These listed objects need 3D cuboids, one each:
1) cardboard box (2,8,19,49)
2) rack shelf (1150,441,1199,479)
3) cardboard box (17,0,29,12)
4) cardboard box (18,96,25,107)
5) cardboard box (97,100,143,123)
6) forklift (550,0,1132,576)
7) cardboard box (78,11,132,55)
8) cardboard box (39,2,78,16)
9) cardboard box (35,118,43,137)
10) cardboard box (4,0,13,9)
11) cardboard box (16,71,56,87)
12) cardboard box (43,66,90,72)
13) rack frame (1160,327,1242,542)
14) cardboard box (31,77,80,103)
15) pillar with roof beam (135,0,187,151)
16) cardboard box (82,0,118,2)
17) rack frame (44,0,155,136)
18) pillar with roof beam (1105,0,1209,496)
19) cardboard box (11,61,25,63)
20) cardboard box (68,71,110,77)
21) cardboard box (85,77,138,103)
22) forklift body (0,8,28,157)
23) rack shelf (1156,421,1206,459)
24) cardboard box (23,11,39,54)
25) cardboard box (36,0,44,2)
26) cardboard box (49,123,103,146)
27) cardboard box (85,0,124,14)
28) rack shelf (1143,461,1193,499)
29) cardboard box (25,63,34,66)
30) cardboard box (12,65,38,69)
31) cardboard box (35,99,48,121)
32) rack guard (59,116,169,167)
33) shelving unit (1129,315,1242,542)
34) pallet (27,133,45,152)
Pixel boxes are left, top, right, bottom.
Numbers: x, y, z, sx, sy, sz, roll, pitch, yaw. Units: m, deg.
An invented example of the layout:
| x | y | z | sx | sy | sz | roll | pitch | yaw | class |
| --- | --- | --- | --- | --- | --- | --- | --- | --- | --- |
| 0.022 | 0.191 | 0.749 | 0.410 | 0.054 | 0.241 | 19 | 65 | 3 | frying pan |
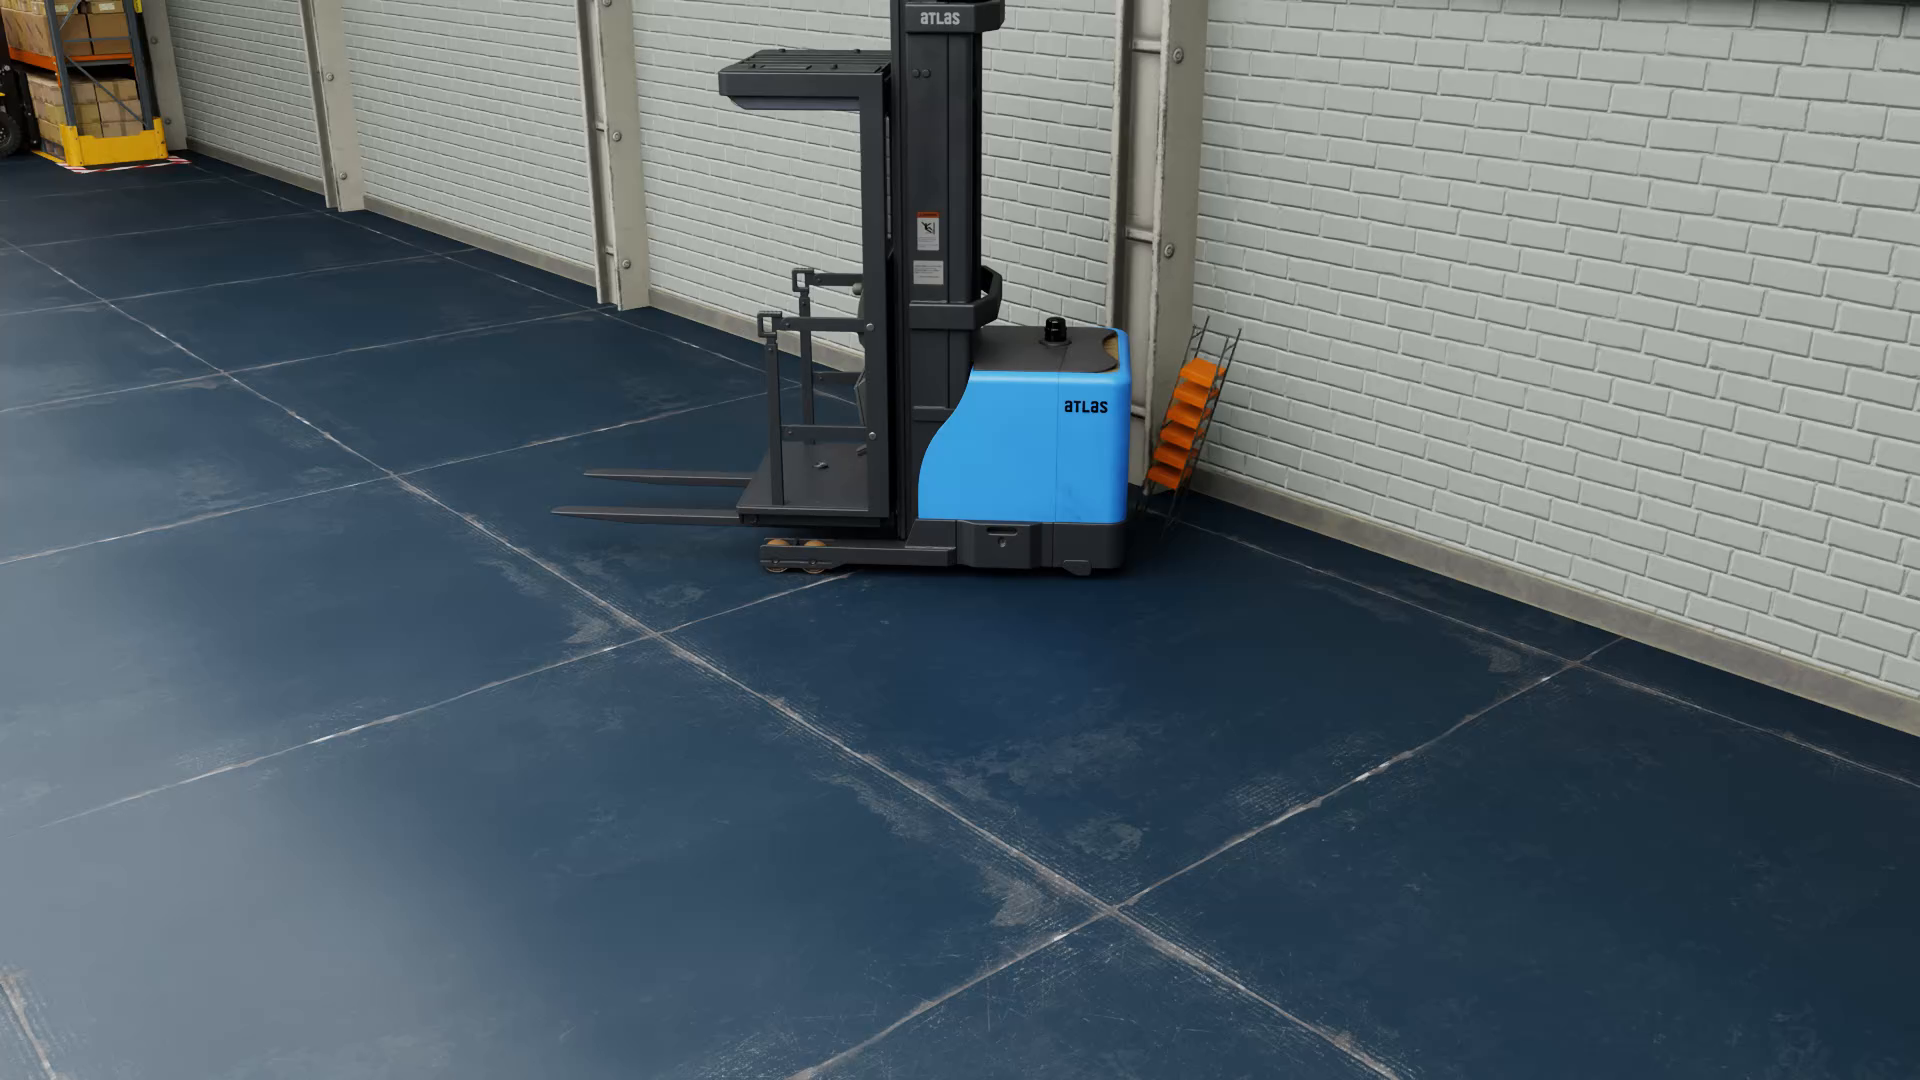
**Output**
| x | y | z | sx | sy | sz | roll | pitch | yaw | class |
| --- | --- | --- | --- | --- | --- | --- | --- | --- | --- |
| -12.423 | -6.851 | 22.226 | 0.500 | 0.500 | 0.500 | -17 | 27 | -37 | cardboard box |
| 1.151 | -0.441 | 8.888 | 0.180 | 0.103 | 0.258 | 25 | 29 | 18 | rack shelf |
| -12.014 | -6.969 | 21.637 | 0.380 | 0.149 | 0.250 | -19 | 28 | -39 | cardboard box |
| -12.451 | -5.934 | 22.530 | 0.500 | 0.250 | 0.500 | -18 | 27 | -38 | cardboard box |
| -11.050 | -5.635 | 21.767 | 0.500 | 0.250 | 0.500 | -17 | 27 | -36 | cardboard box |
| -0.623 | -1.382 | 8.494 | 3.031 | 2.935 | 1.130 | 2 | 21 | 4 | forklift |
| -11.013 | -6.557 | 21.476 | 0.500 | 0.500 | 0.500 | -16 | 27 | -36 | cardboard box |
| -11.339 | -6.685 | 20.914 | 0.380 | 0.149 | 0.250 | -17 | 27 | -37 | cardboard box |
| -12.083 | -5.558 | 22.255 | 0.500 | 0.250 | 0.500 | -17 | 27 | -37 | cardboard box |
| -12.508 | -7.179 | 22.173 | 0.380 | 0.149 | 0.250 | -18 | 28 | -38 | cardboard box |
| -12.437 | -6.160 | 22.422 | 0.500 | 0.250 | 0.500 | -18 | 28 | -38 | cardboard box |
| -12.381 | -6.424 | 23.097 | 0.500 | 0.250 | 0.500 | -17 | 27 | -37 | cardboard box |
| 1.268 | -0.546 | 8.784 | 0.006 | 1.200 | 0.240 | 25 | 29 | 18 | rack frame |
| -11.775 | -5.881 | 21.710 | 0.500 | 0.250 | 0.500 | -17 | 27 | -36 | cardboard box |
| -13.933 | -8.483 | 18.304 | 9.100 | 9.000 | 0.400 | -17 | 27 | -37 | pillar with roof beam |
| -10.957 | -6.939 | 21.152 | 0.380 | 0.149 | 0.250 | -18 | 28 | -38 | cardboard box |
| -10.900 | -6.308 | 20.976 | 1.000 | 3.000 | 0.127 | -17 | 27 | -37 | rack frame |
| -2.184 | -3.510 | 5.607 | 9.100 | 9.000 | 0.400 | -17 | 27 | -37 | pillar with roof beam |
| -14.361 | -6.860 | 25.067 | 0.875 | 0.625 | 0.625 | -18 | 28 | -38 | cardboard box |
| -11.718 | -6.144 | 22.382 | 0.500 | 0.250 | 0.500 | -18 | 27 | -38 | cardboard box |
| -11.070 | -5.866 | 21.672 | 0.500 | 0.250 | 0.500 | -18 | 28 | -38 | cardboard box |
| -13.520 | -6.002 | 21.359 | 2.313 | 2.155 | 1.214 | -17 | 27 | -37 | forklift body |
| 1.179 | -0.544 | 8.833 | 0.180 | 0.103 | 0.258 | 25 | 29 | 18 | rack shelf |
| -11.752 | -6.573 | 21.517 | 0.500 | 0.500 | 0.500 | -16 | 27 | -36 | cardboard box |
| -11.478 | -6.904 | 21.065 | 0.380 | 0.149 | 0.250 | -17 | 27 | -37 | cardboard box |
| -11.446 | -5.278 | 21.540 | 0.500 | 0.250 | 0.500 | -17 | 27 | -37 | cardboard box |
| -10.925 | -6.812 | 21.236 | 0.380 | 0.149 | 0.250 | -18 | 28 | -39 | cardboard box |
| 1.124 | -0.338 | 8.943 | 0.180 | 0.103 | 0.258 | 25 | 29 | 18 | rack shelf |
| -13.043 | -6.704 | 23.810 | 0.500 | 0.250 | 0.500 | -17 | 27 | -36 | cardboard box |
| -13.107 | -6.442 | 23.141 | 0.500 | 0.250 | 0.500 | -17 | 27 | -37 | cardboard box |
| -11.774 | -5.657 | 21.823 | 0.500 | 0.250 | 0.500 | -18 | 28 | -38 | cardboard box |
| -10.884 | -5.137 | 21.415 | 1.175 | 0.500 | 0.348 | -17 | 27 | -37 | rack guard |
| 1.189 | -0.582 | 8.812 | 0.189 | 1.200 | 0.258 | 25 | 29 | 18 | shelving unit |
| -12.223 | -5.548 | 22.859 | 1.003 | 0.211 | 1.213 | -17 | 27 | -37 | pallet |
